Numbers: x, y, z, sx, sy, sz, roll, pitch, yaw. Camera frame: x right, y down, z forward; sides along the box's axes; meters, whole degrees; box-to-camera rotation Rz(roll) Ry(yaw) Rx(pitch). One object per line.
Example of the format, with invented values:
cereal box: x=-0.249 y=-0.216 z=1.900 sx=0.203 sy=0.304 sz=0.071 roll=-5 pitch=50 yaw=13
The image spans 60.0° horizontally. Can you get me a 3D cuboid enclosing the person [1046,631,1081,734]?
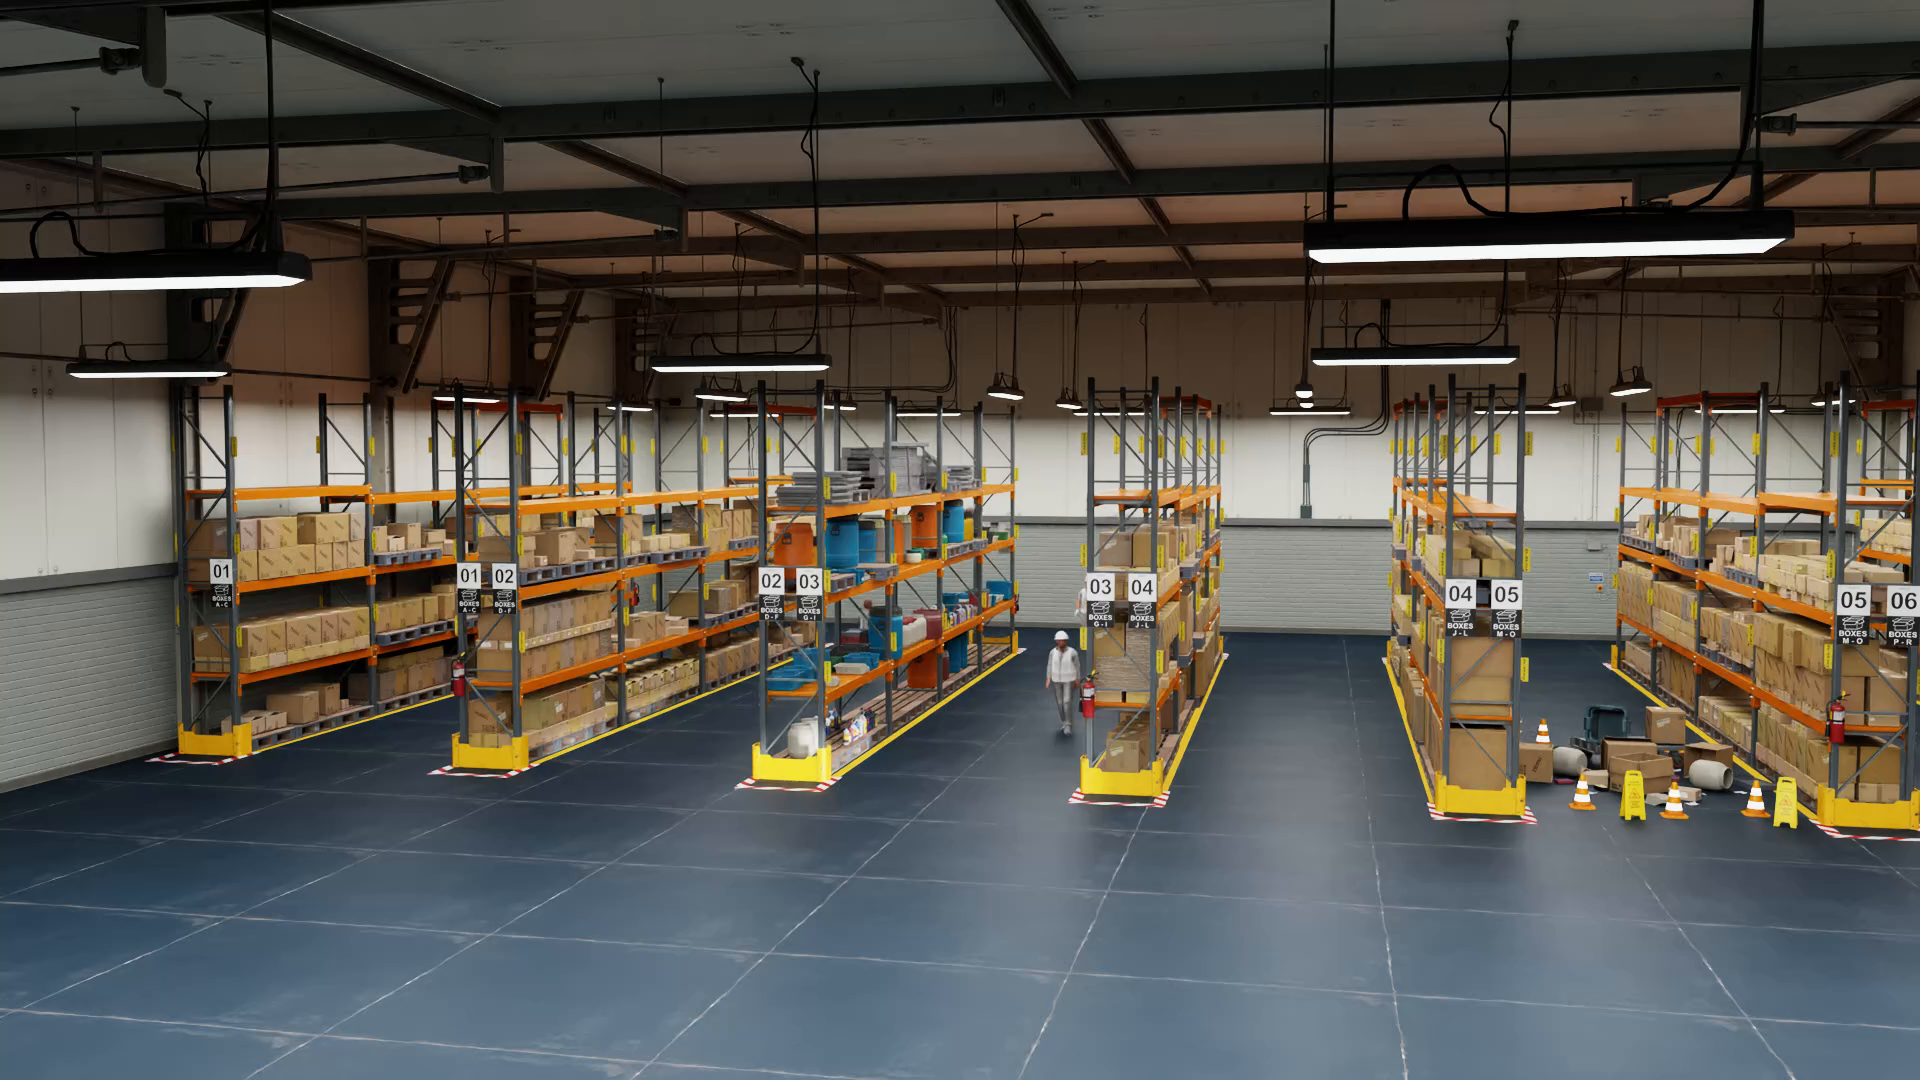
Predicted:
person: x=1.776 y=2.488 z=29.129 sx=0.599 sy=1.768 sz=0.787 roll=2 pitch=4 yaw=26

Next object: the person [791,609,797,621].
person: x=-4.267 y=1.701 z=43.510 sx=0.542 sy=1.712 sz=1.101 roll=3 pitch=4 yaw=44

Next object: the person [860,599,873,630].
person: x=-1.943 y=2.025 z=35.602 sx=0.456 sy=1.530 sz=0.439 roll=1 pitch=3 yaw=19

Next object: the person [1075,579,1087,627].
person: x=3.152 y=1.806 z=41.134 sx=0.597 sy=1.728 sz=1.055 roll=0 pitch=3 yaw=8
